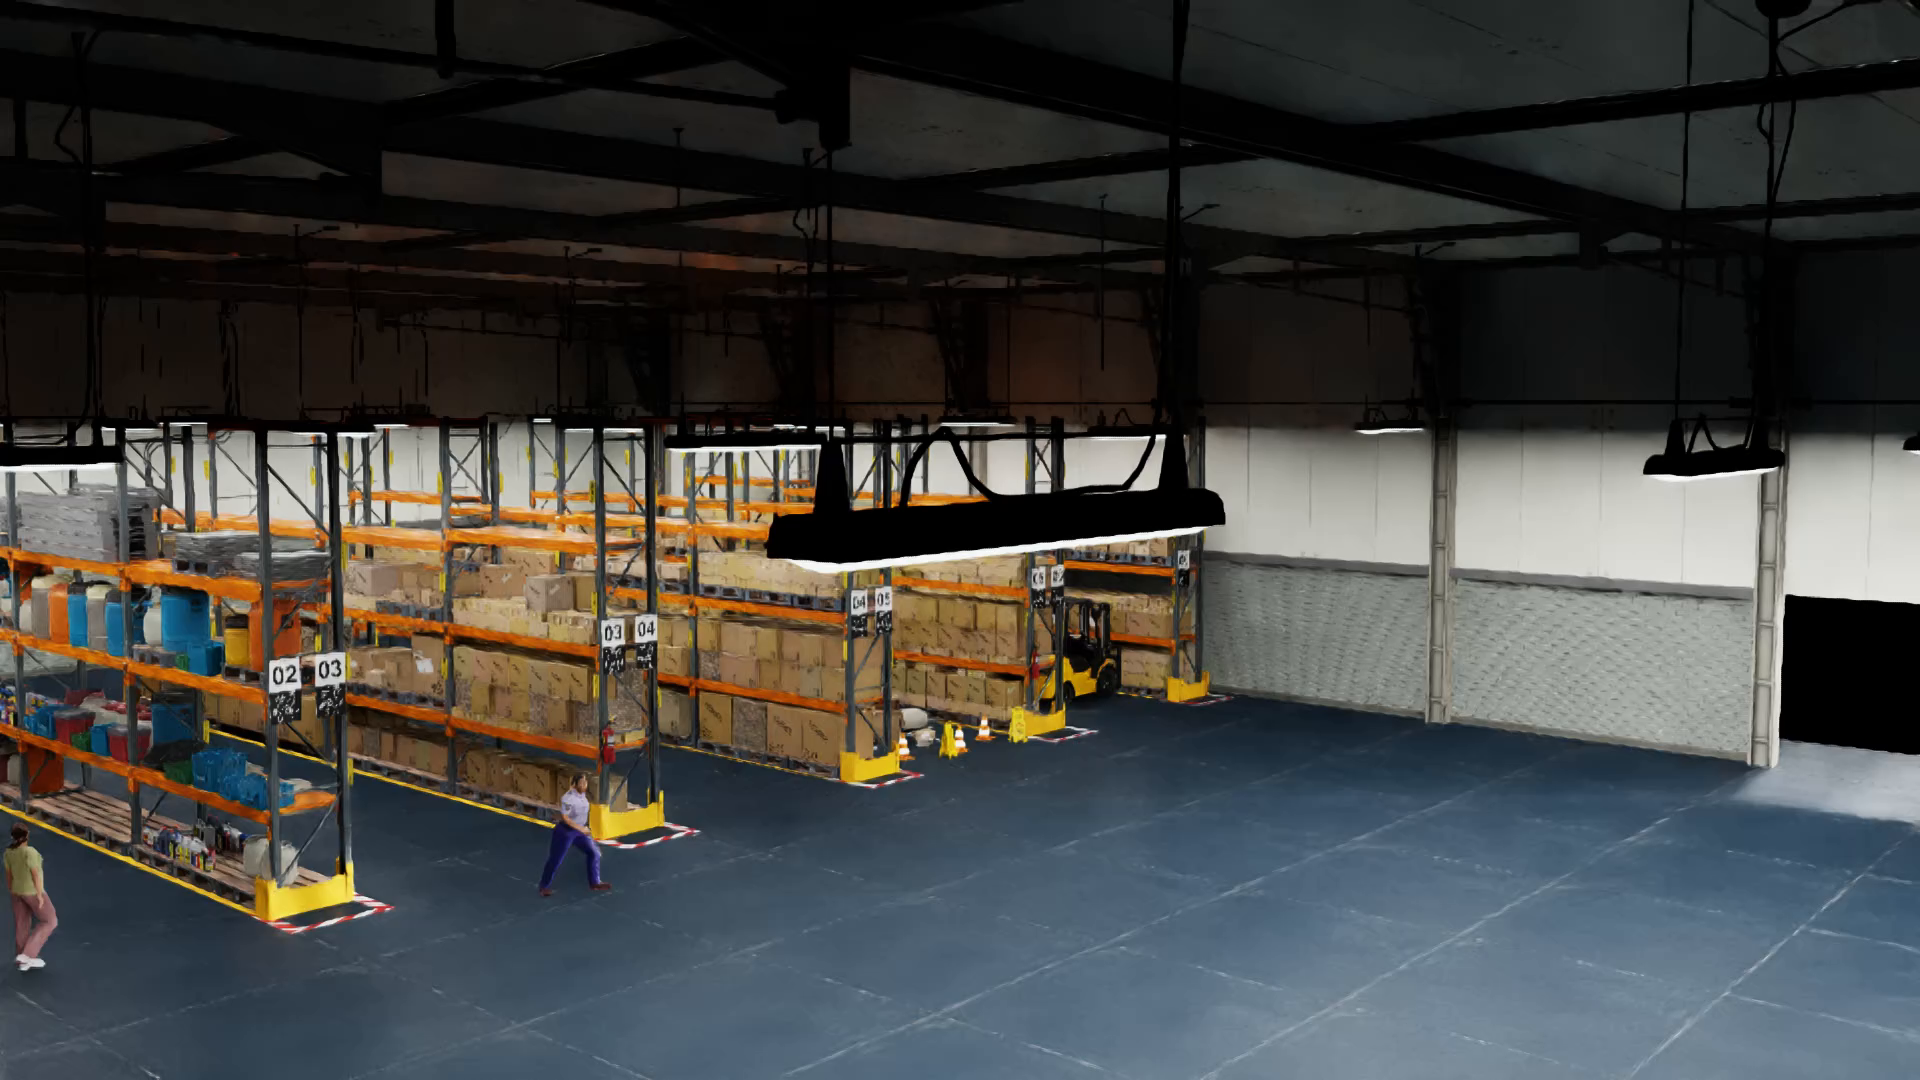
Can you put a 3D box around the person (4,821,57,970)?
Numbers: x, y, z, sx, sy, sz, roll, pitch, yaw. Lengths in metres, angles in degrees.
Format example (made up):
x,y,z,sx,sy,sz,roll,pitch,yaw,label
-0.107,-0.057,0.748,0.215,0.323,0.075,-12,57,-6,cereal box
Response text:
x,y,z,sx,sy,sz,roll,pitch,yaw,label
-10.382,3.960,18.493,0.492,1.669,0.435,1,5,14,person

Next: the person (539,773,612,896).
x,y,z,sx,sy,sz,roll,pitch,yaw,label
-4.994,3.756,21.407,0.805,1.584,0.662,2,5,23,person
